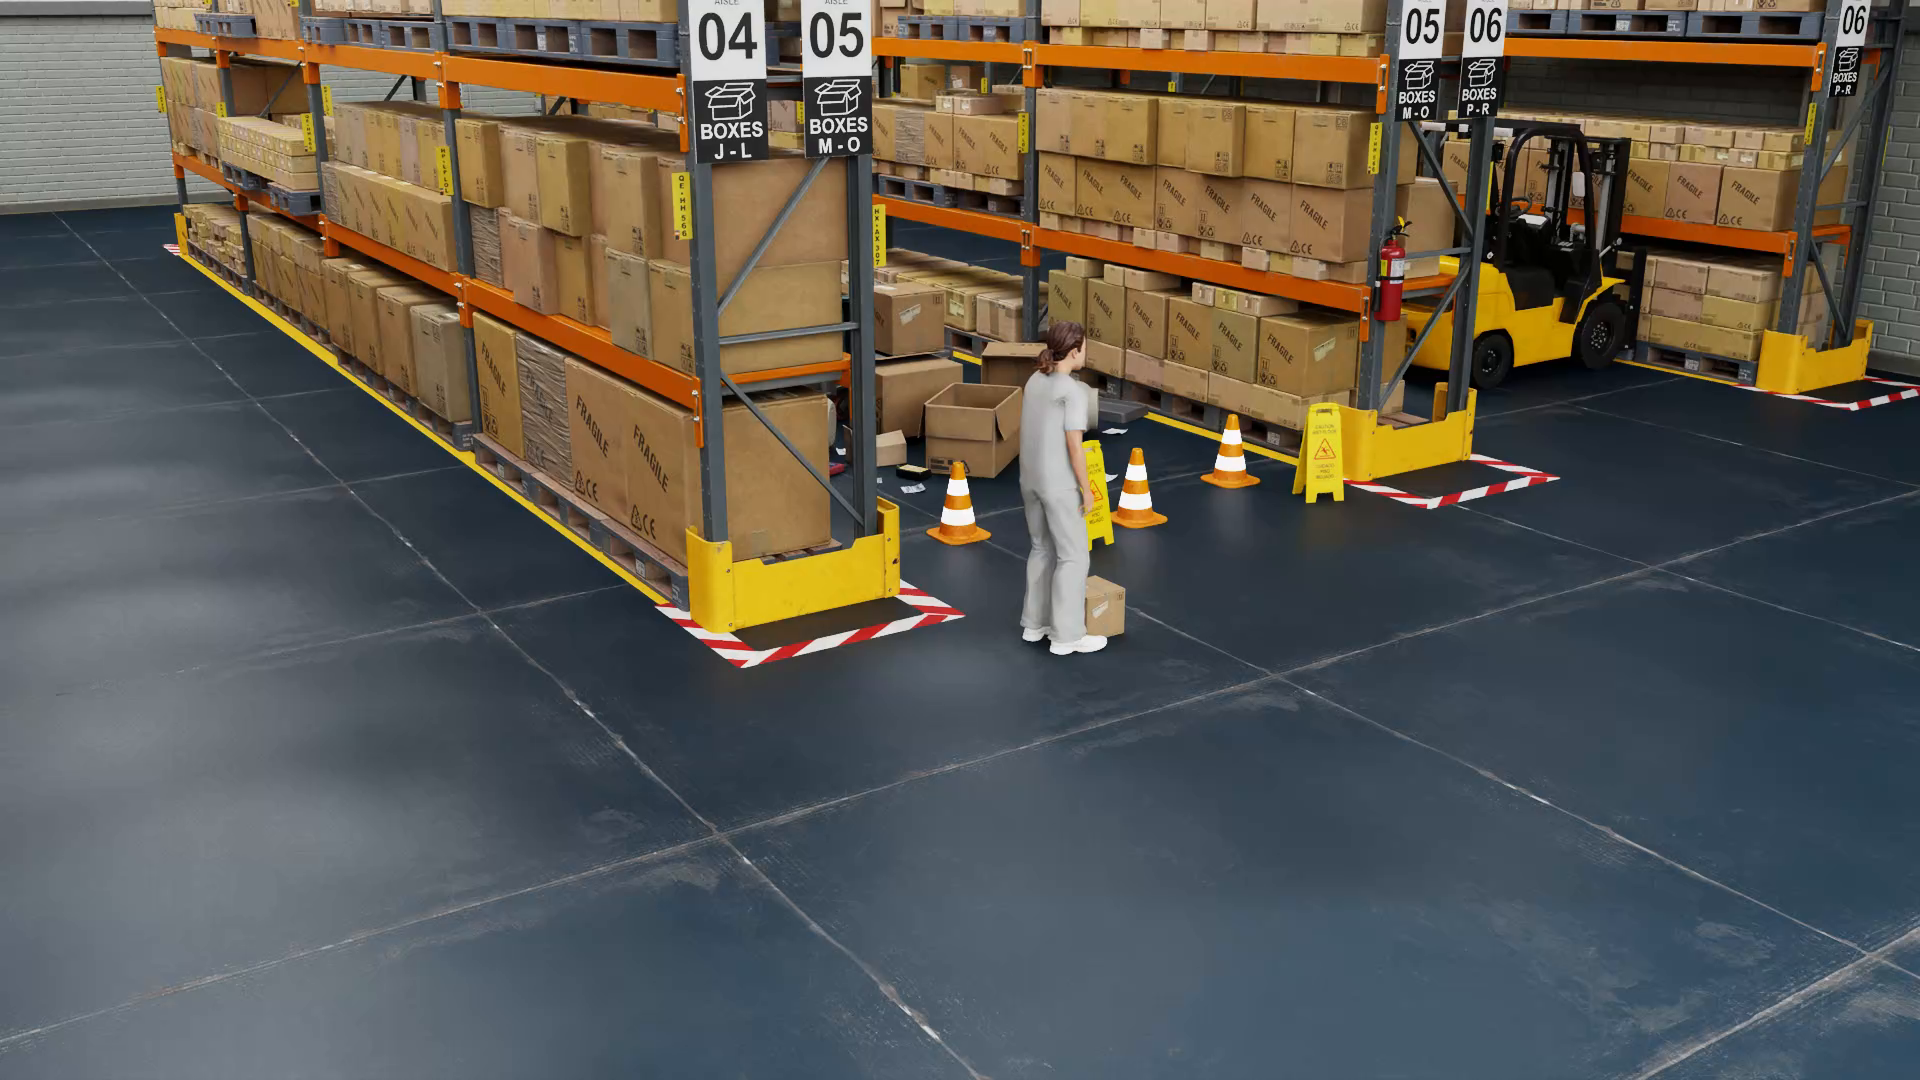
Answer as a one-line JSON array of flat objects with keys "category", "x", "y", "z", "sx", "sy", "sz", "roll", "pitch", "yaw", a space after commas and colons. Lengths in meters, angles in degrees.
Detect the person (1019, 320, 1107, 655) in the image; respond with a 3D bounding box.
[{"category": "person", "x": 0.490, "y": -0.271, "z": 8.383, "sx": 0.354, "sy": 1.673, "sz": 0.490, "roll": -12, "pitch": 21, "yaw": -32}]
